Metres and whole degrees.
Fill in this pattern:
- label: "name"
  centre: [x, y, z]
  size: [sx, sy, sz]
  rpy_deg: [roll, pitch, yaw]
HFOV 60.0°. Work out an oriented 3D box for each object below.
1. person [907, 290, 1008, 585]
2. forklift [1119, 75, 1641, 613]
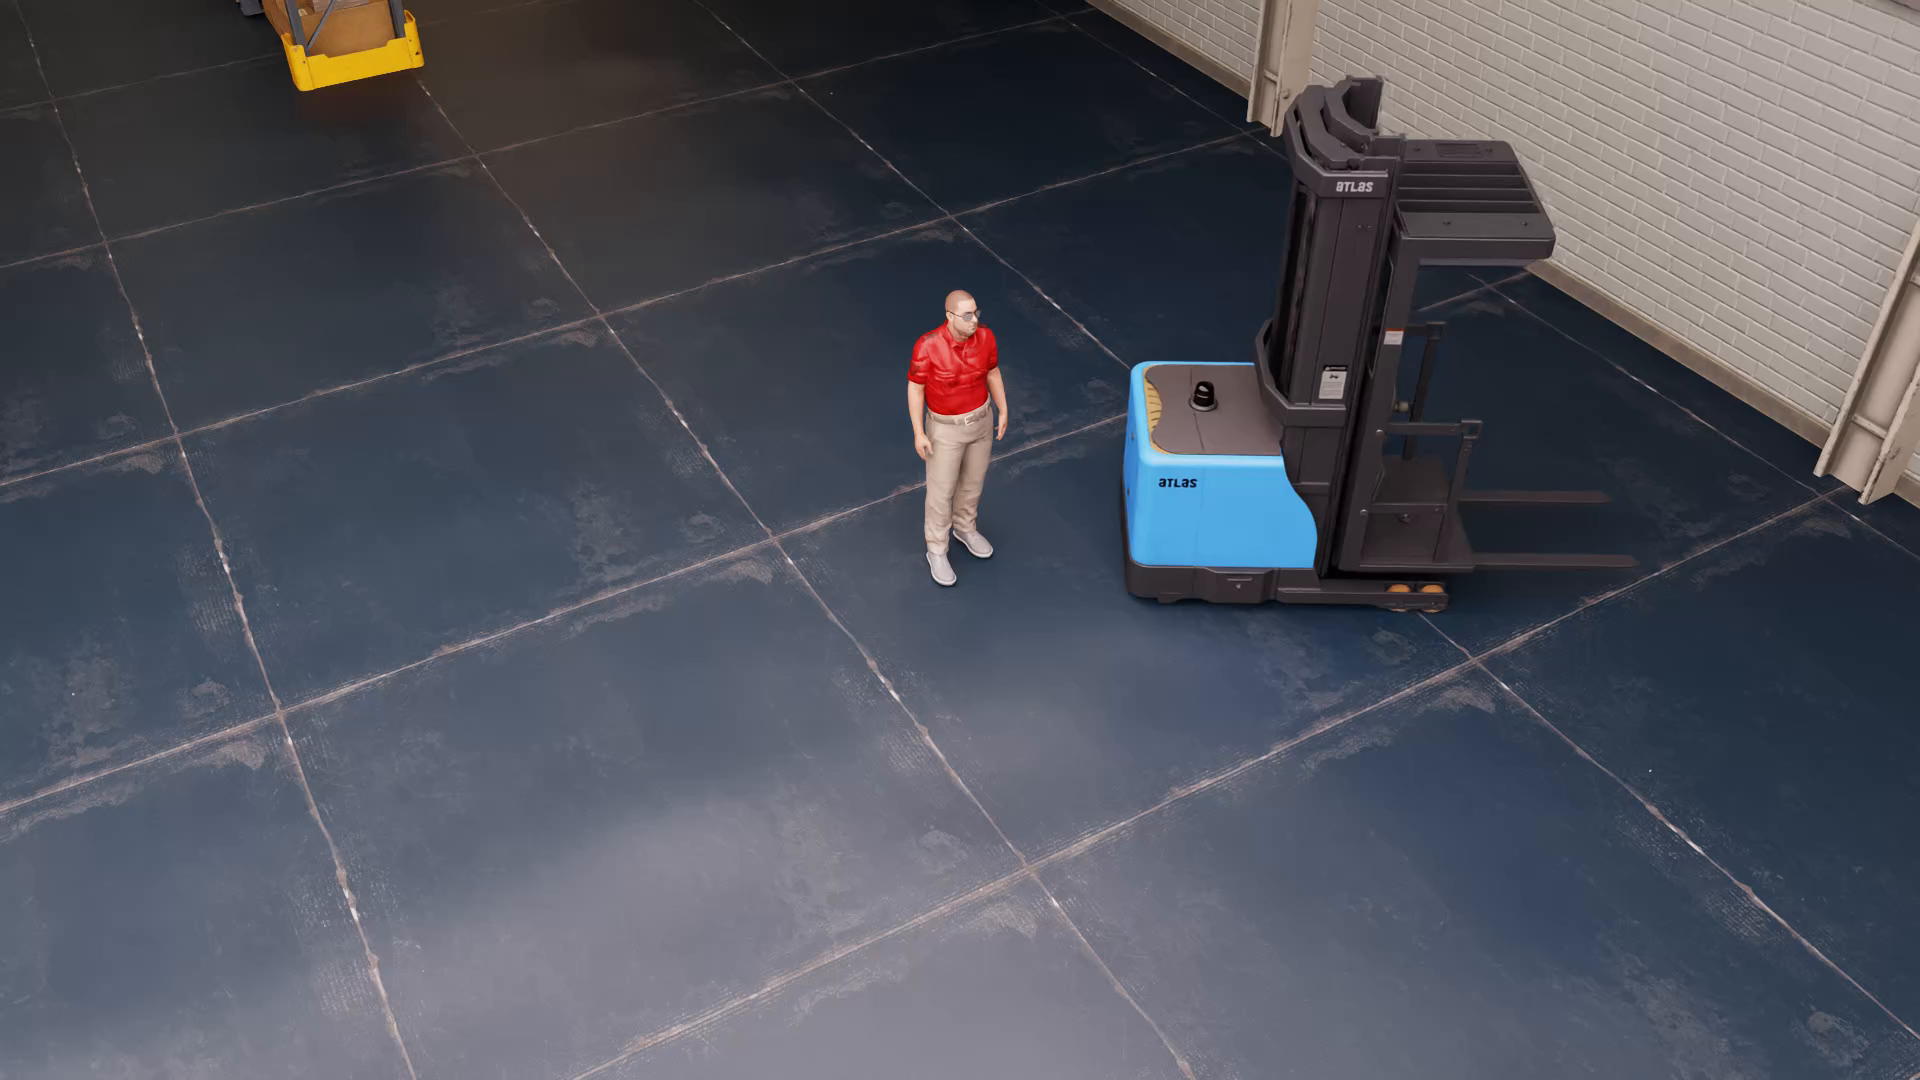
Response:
- label: "person"
  centre: [0.035, -0.618, 9.711]
  size: [0.641, 1.728, 0.550]
  rpy_deg: [-20, 44, -23]
- label: "forklift"
  centre: [2.512, -1.046, 9.298]
  size: [3.031, 2.935, 1.130]
  rpy_deg: [1, 40, 1]
